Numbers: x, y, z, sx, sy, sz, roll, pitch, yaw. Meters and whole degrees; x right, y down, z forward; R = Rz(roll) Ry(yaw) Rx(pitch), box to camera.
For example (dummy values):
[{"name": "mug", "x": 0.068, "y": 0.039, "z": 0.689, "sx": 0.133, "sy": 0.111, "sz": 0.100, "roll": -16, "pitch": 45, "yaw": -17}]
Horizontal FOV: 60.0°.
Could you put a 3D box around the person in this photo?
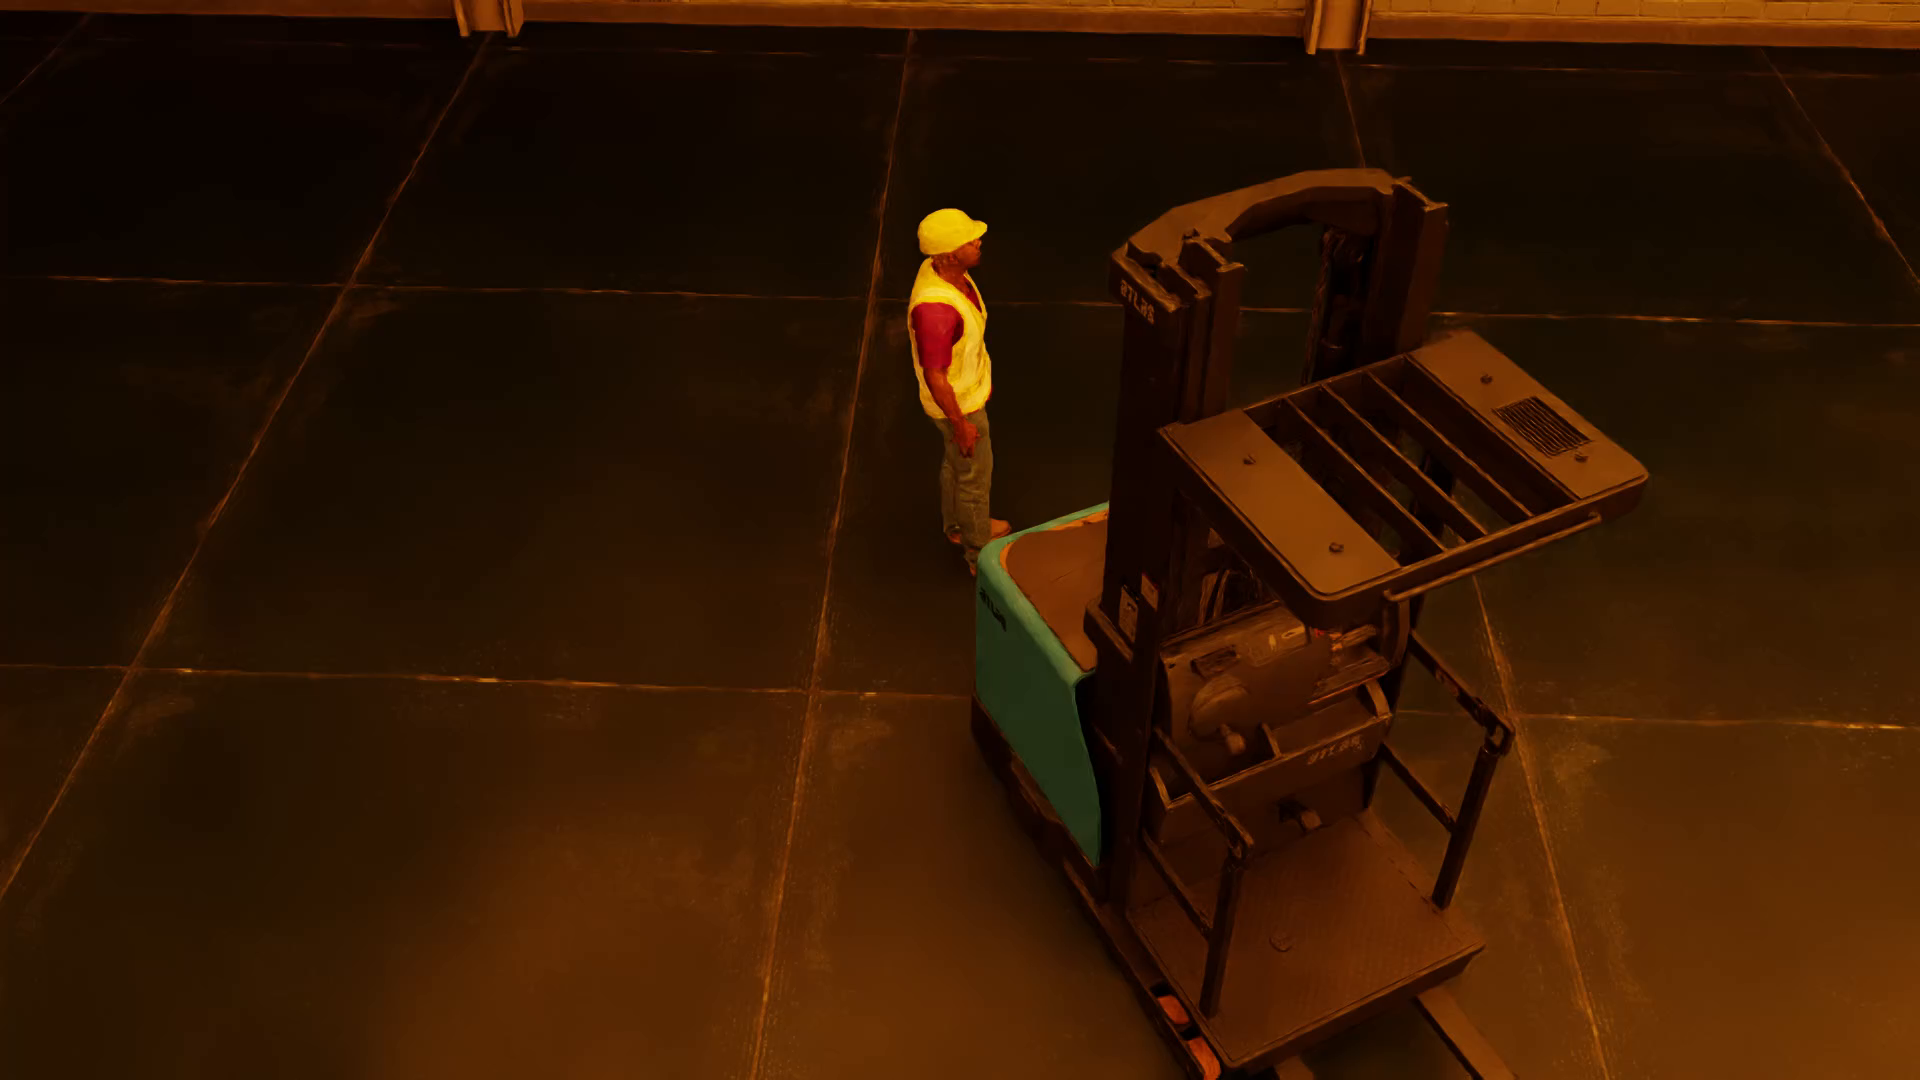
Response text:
[{"name": "person", "x": 0.069, "y": -0.652, "z": 7.310, "sx": 0.576, "sy": 1.766, "sz": 0.665, "roll": 2, "pitch": 42, "yaw": 2}]

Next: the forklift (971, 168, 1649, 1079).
[{"name": "forklift", "x": 1.159, "y": 0.473, "z": 5.224, "sx": 1.130, "sy": 2.935, "sz": 3.031, "roll": -19, "pitch": 46, "yaw": -19}]
